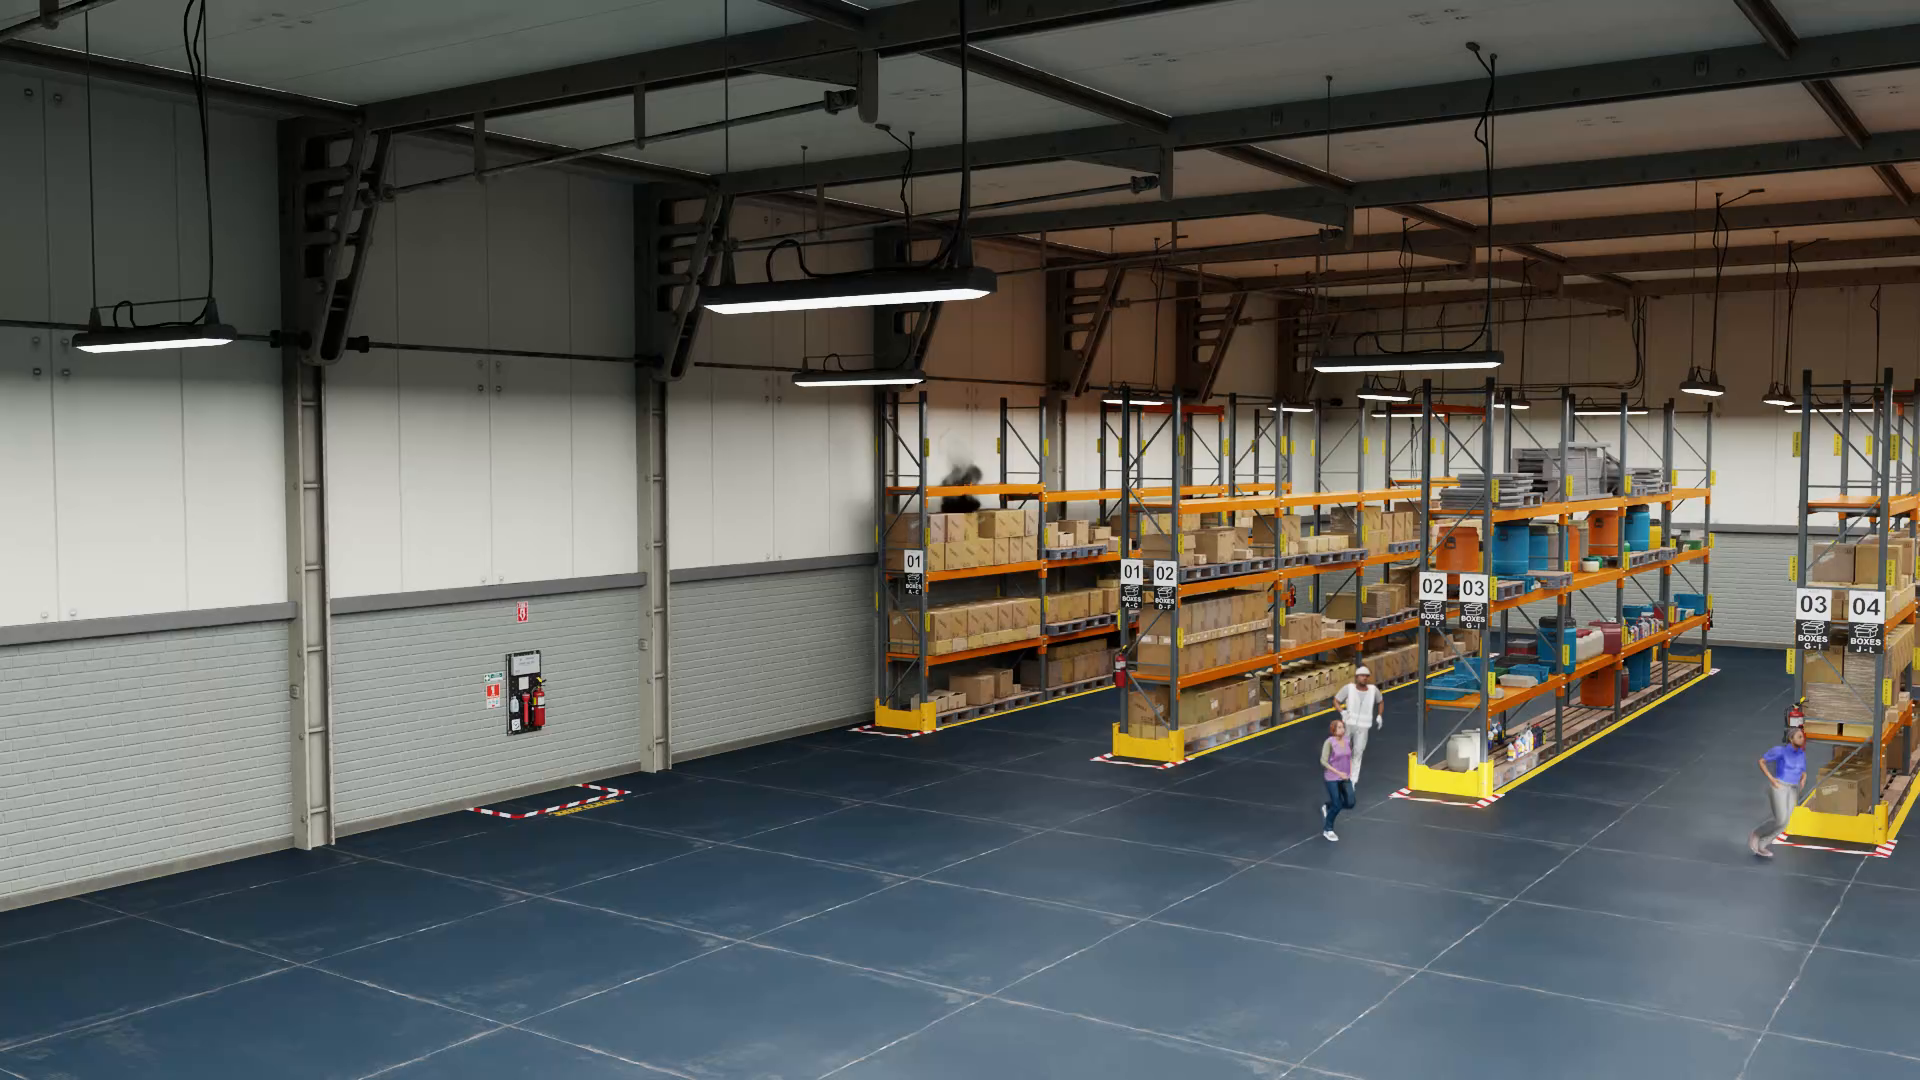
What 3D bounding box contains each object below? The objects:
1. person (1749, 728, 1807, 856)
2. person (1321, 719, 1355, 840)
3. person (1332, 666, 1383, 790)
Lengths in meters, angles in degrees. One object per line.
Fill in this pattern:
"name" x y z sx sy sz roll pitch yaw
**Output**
"person" 10.066 3.086 20.314 0.647 1.558 0.533 -1 3 -17
"person" 4.833 3.055 21.226 0.566 1.559 0.603 -2 4 -26
"person" 5.860 2.746 24.498 0.742 1.772 0.958 1 3 12
